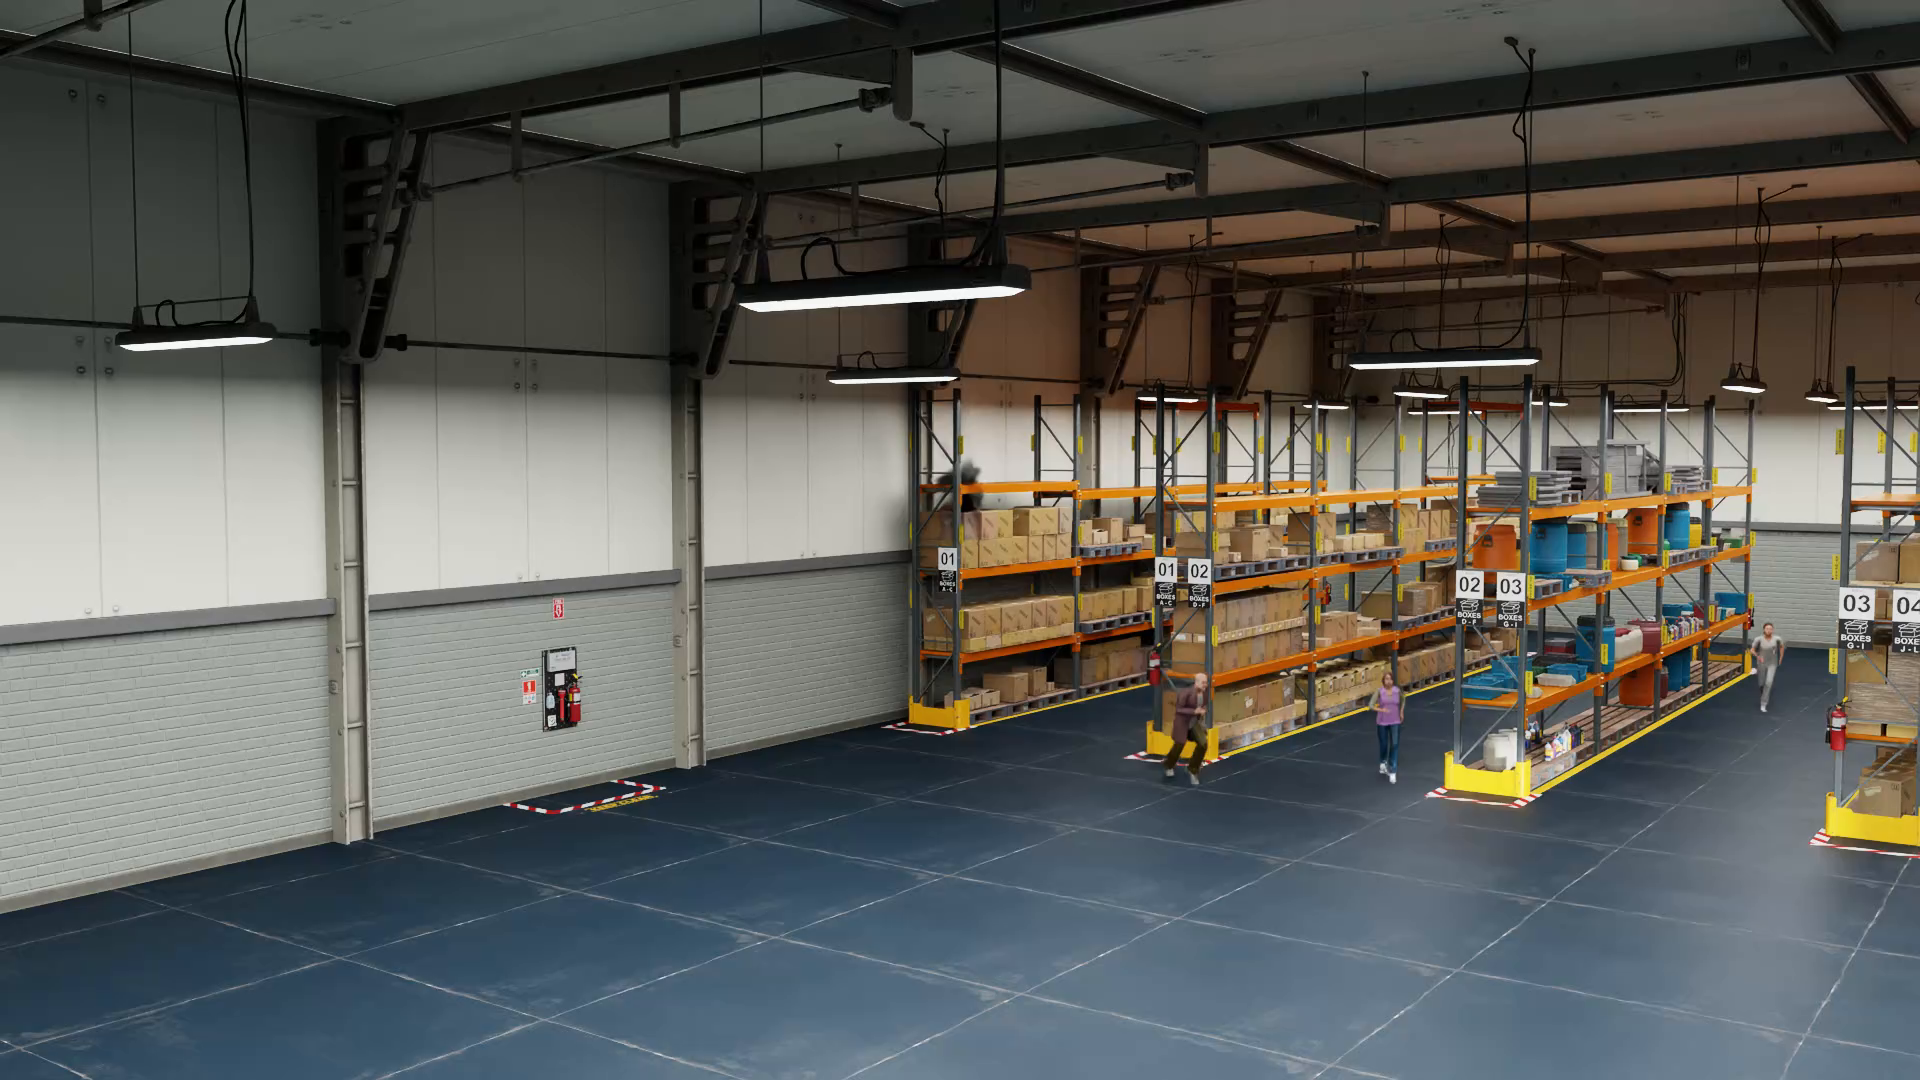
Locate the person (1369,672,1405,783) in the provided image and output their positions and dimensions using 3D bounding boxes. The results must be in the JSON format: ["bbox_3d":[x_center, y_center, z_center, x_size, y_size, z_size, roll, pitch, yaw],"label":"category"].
[{"bbox_3d":[6.405,2.793,24.939,0.566,1.661,0.704,0,3,6],"label":"person"}]

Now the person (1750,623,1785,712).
[{"bbox_3d":[15.295,2.383,31.513,0.588,1.661,0.955,1,4,23],"label":"person"}]

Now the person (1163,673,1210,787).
[{"bbox_3d":[3.374,2.776,24.552,0.747,1.715,1.068,-2,4,-30],"label":"person"}]
